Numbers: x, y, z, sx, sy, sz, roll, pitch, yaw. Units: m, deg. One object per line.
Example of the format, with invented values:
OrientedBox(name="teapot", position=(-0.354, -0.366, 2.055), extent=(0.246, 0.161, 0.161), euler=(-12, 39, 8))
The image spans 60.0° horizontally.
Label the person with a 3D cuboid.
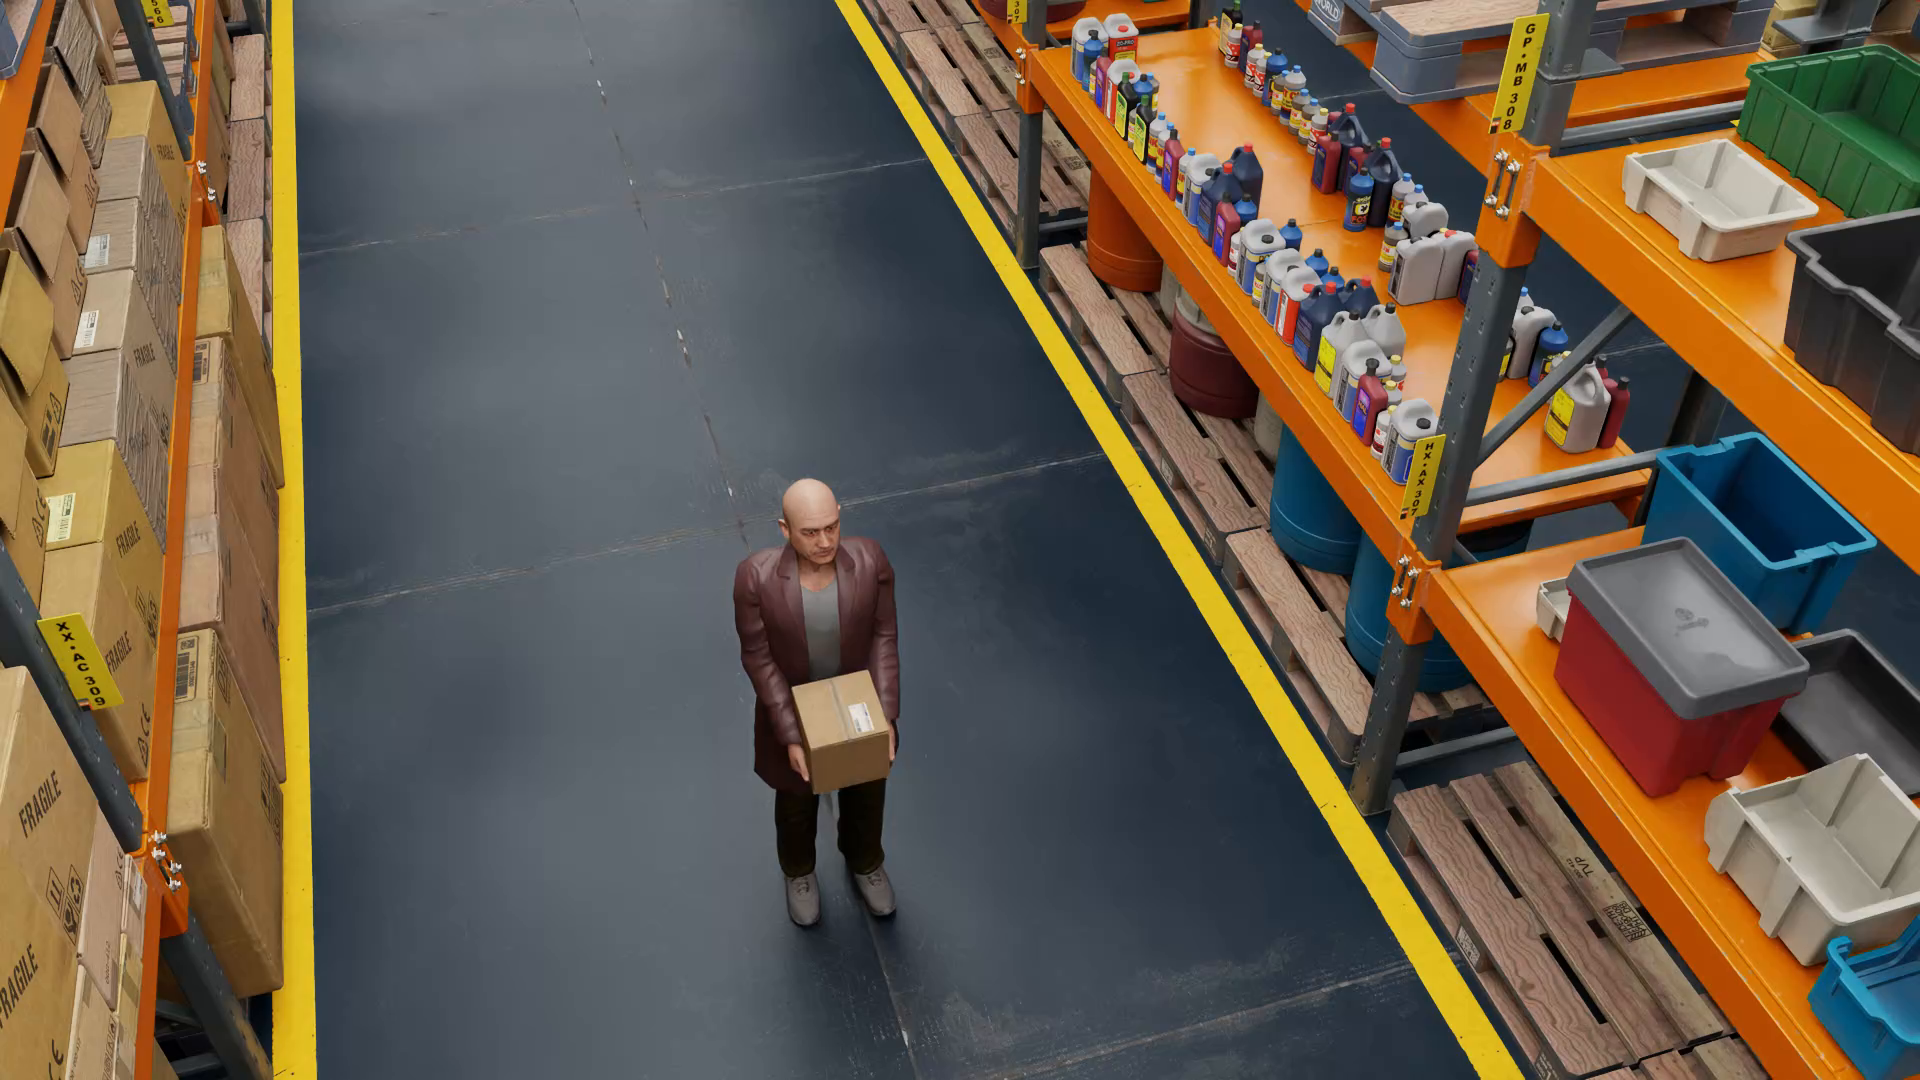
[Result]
OrientedBox(name="person", position=(-0.436, 0.416, 5.363), extent=(0.533, 0.905, 0.466), euler=(-12, 43, -13))
